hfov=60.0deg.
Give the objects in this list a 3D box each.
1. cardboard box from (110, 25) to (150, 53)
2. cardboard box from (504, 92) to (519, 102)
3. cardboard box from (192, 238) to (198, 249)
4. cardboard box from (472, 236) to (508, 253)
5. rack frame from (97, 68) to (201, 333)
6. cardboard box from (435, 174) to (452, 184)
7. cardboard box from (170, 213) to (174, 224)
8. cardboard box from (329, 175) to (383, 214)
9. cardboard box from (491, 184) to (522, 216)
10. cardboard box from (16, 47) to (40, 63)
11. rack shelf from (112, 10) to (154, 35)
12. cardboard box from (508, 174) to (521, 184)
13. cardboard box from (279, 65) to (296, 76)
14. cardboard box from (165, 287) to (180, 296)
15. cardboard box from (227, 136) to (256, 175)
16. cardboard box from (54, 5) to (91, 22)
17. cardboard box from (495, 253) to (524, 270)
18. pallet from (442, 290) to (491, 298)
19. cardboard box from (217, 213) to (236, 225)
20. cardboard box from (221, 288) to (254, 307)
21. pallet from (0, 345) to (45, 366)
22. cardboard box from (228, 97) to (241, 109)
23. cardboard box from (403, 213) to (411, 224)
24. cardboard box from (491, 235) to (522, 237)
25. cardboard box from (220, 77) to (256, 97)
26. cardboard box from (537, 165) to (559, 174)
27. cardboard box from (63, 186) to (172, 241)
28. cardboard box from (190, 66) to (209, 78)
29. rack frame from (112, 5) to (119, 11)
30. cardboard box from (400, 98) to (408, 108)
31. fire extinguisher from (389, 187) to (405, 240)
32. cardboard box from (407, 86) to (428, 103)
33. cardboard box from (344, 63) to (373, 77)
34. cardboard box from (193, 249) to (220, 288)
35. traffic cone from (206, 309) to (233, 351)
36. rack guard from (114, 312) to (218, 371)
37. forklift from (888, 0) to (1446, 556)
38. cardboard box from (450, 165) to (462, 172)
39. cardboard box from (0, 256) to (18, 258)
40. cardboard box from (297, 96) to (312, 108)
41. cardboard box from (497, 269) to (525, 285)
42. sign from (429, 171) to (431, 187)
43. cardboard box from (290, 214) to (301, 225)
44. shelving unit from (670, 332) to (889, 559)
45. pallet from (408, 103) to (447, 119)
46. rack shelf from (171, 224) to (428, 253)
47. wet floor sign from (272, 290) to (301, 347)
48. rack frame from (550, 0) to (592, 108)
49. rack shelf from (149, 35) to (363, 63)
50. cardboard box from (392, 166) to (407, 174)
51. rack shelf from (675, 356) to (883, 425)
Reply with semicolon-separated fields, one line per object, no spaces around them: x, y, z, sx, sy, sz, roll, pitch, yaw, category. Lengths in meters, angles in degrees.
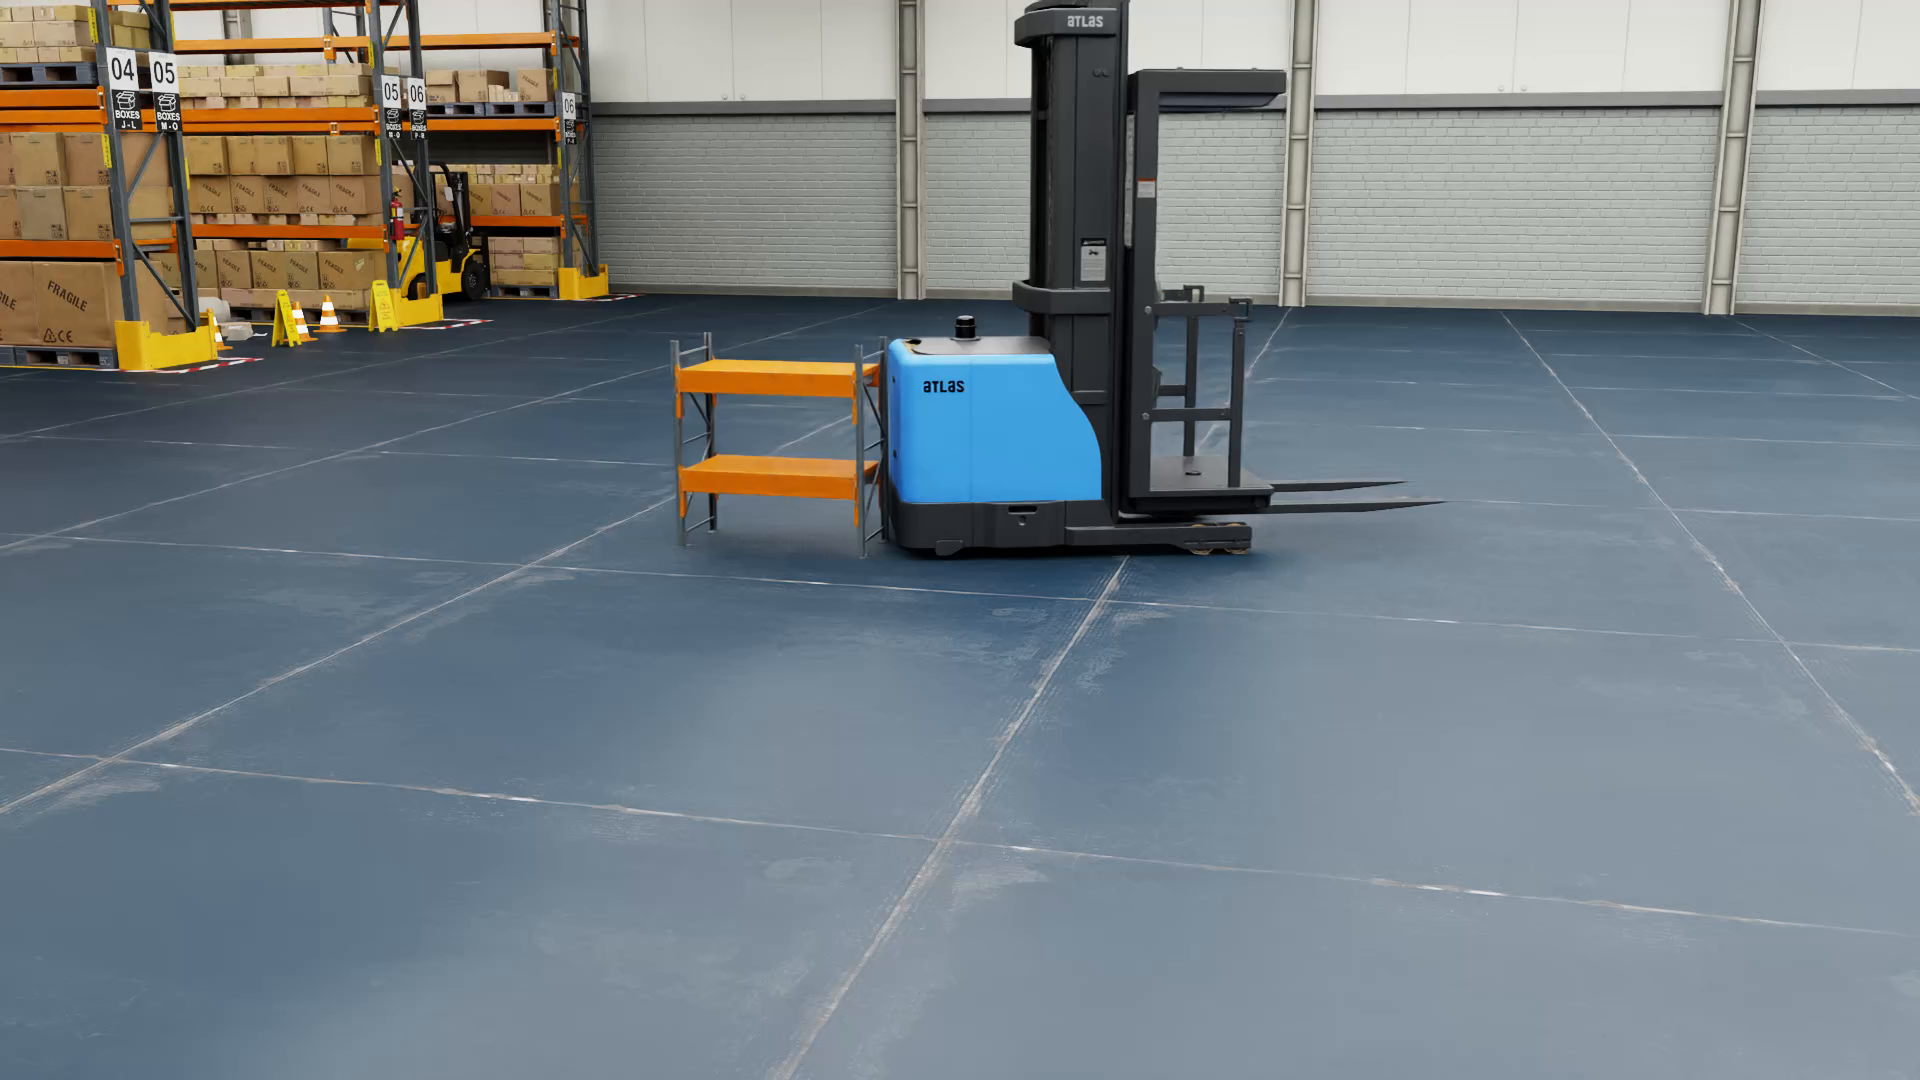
-8.819;-5.203;17.295;0.500;0.250;0.500;3;13;13;cardboard box
-7.015;-6.999;26.309;0.250;0.149;0.380;3;13;12;cardboard box
-10.592;-4.027;22.608;0.250;0.149;0.380;3;13;14;cardboard box
-7.649;-4.783;26.935;0.500;0.250;0.500;3;13;14;cardboard box
-8.412;-3.334;17.336;0.127;3.000;1.000;3;13;14;rack frame
-8.279;-5.841;26.907;0.250;0.149;0.380;3;13;12;cardboard box
-10.721;-4.379;22.627;0.250;0.149;0.380;3;13;15;cardboard box
-7.917;-4.544;21.874;0.500;0.500;0.500;3;13;13;cardboard box
-7.180;-5.472;26.742;0.500;0.500;0.500;3;13;15;cardboard box
-9.310;-4.902;16.858;0.250;0.149;0.380;3;13;14;cardboard box
-13.149;-7.074;22.926;4.000;0.370;1.077;3;13;14;rack shelf
-7.034;-5.782;26.642;0.250;0.149;0.380;3;13;15;cardboard box
-8.686;-6.136;21.778;0.250;0.149;0.380;3;13;14;cardboard box
-10.493;-3.027;21.717;0.500;0.500;0.500;-9;15;-35;cardboard box
-9.332;-5.131;22.208;0.500;0.500;0.700;3;13;13;cardboard box
-8.820;-5.265;16.653;0.250;0.149;0.380;3;13;14;cardboard box
-7.170;-4.519;26.900;0.500;0.250;0.500;3;13;13;cardboard box
-8.071;-4.158;27.485;1.213;0.211;1.003;3;13;14;pallet
-9.739;-4.313;22.328;0.250;0.149;0.380;3;13;14;cardboard box
-9.663;-3.311;22.610;0.500;0.250;0.500;3;13;13;cardboard box
-10.388;-2.061;18.038;1.213;0.211;1.003;3;13;14;pallet
-9.464;-5.781;22.022;0.250;0.149;0.380;3;13;14;cardboard box
-7.604;-4.319;22.354;0.250;0.149;0.380;3;13;14;cardboard box
-7.528;-4.893;27.433;0.500;0.250;0.500;3;13;13;cardboard box
-9.369;-5.965;21.926;0.500;0.250;0.500;3;13;14;cardboard box
-6.536;-5.909;26.528;0.250;0.149;0.380;3;13;14;cardboard box
-8.783;-3.417;17.364;0.550;0.550;0.875;3;13;14;cardboard box
-9.964;-6.189;22.019;0.250;0.149;0.380;3;13;12;cardboard box
-13.905;-8.768;27.978;0.127;3.000;1.000;3;13;14;rack frame
-7.568;-5.807;22.139;0.250;0.149;0.380;3;13;14;cardboard box
-7.323;-4.240;21.596;0.183;0.674;0.296;3;13;14;fire extinguisher
-8.653;-7.144;26.691;0.258;0.266;0.396;3;13;12;cardboard box
-7.723;-6.067;21.467;0.250;0.149;0.380;3;13;14;cardboard box
-10.177;-3.704;22.650;0.500;0.500;0.500;4;13;16;cardboard box
-8.587;-2.422;19.081;0.334;0.463;0.336;3;13;14;traffic cone
-8.388;-2.112;17.601;0.348;0.500;1.175;3;13;14;rack guard
1.138;-1.462;9.055;3.031;2.935;1.130;-1;13;-6;forklift
-8.027;-5.988;26.881;0.250;0.149;0.380;3;13;14;cardboard box
-10.825;-2.616;18.036;0.875;0.875;0.875;3;13;14;cardboard box
-8.466;-5.736;21.816;0.250;0.149;0.380;3;13;14;cardboard box
-7.151;-4.273;26.945;0.500;0.250;0.500;3;13;14;cardboard box
-7.194;-4.917;22.472;0.005;0.325;0.100;3;13;14;sign
-8.727;-4.289;22.222;0.250;0.149;0.380;3;13;14;cardboard box
-0.962;-0.526;9.010;1.048;1.125;0.538;3;13;13;shelving unit
-9.187;-7.014;27.202;1.213;0.211;1.003;3;13;14;pallet
-9.266;-4.133;22.597;4.000;0.370;1.077;3;13;14;rack shelf
-7.909;-2.600;19.461;0.232;0.644;0.267;1;13;4;wet floor sign
-6.138;-8.353;26.107;0.127;3.000;1.000;3;13;14;rack frame
-11.963;-8.118;27.632;4.000;0.370;1.077;3;13;14;rack shelf
-9.033;-6.023;27.039;0.250;0.149;0.380;3;13;15;cardboard box
-0.962;-0.812;8.946;1.000;0.278;0.538;3;13;13;rack shelf
